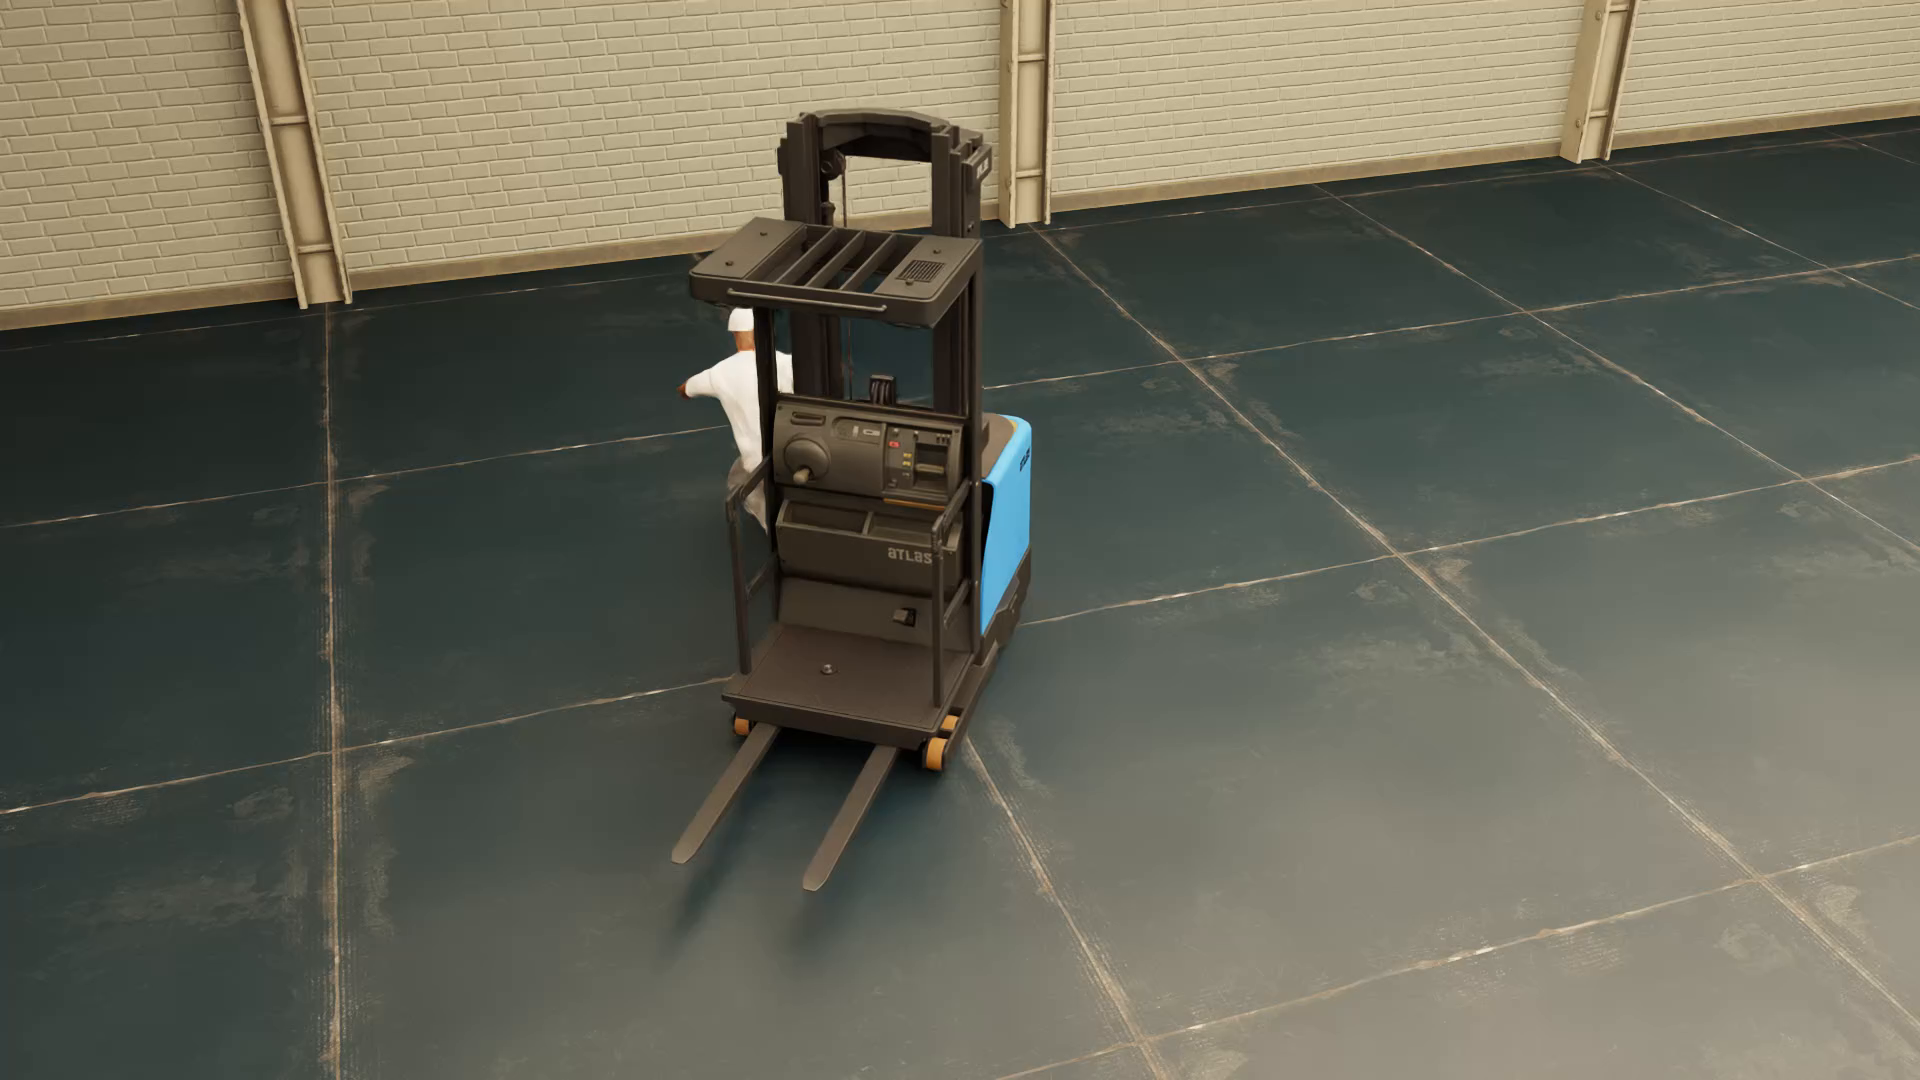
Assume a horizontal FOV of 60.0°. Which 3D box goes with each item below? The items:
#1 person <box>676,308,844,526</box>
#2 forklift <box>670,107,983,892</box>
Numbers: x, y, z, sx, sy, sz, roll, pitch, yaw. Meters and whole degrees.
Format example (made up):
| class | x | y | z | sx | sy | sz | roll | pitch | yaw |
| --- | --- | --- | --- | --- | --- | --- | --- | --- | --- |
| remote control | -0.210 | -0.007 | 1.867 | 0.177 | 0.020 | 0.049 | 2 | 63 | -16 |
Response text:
| class | x | y | z | sx | sy | sz | roll | pitch | yaw |
| --- | --- | --- | --- | --- | --- | --- | --- | --- | --- |
| person | -1.187 | -0.719 | 9.798 | 0.819 | 1.474 | 1.035 | -16 | 34 | -26 |
| forklift | -0.507 | -0.368 | 7.726 | 1.121 | 2.935 | 3.031 | 8 | 31 | 14 |
